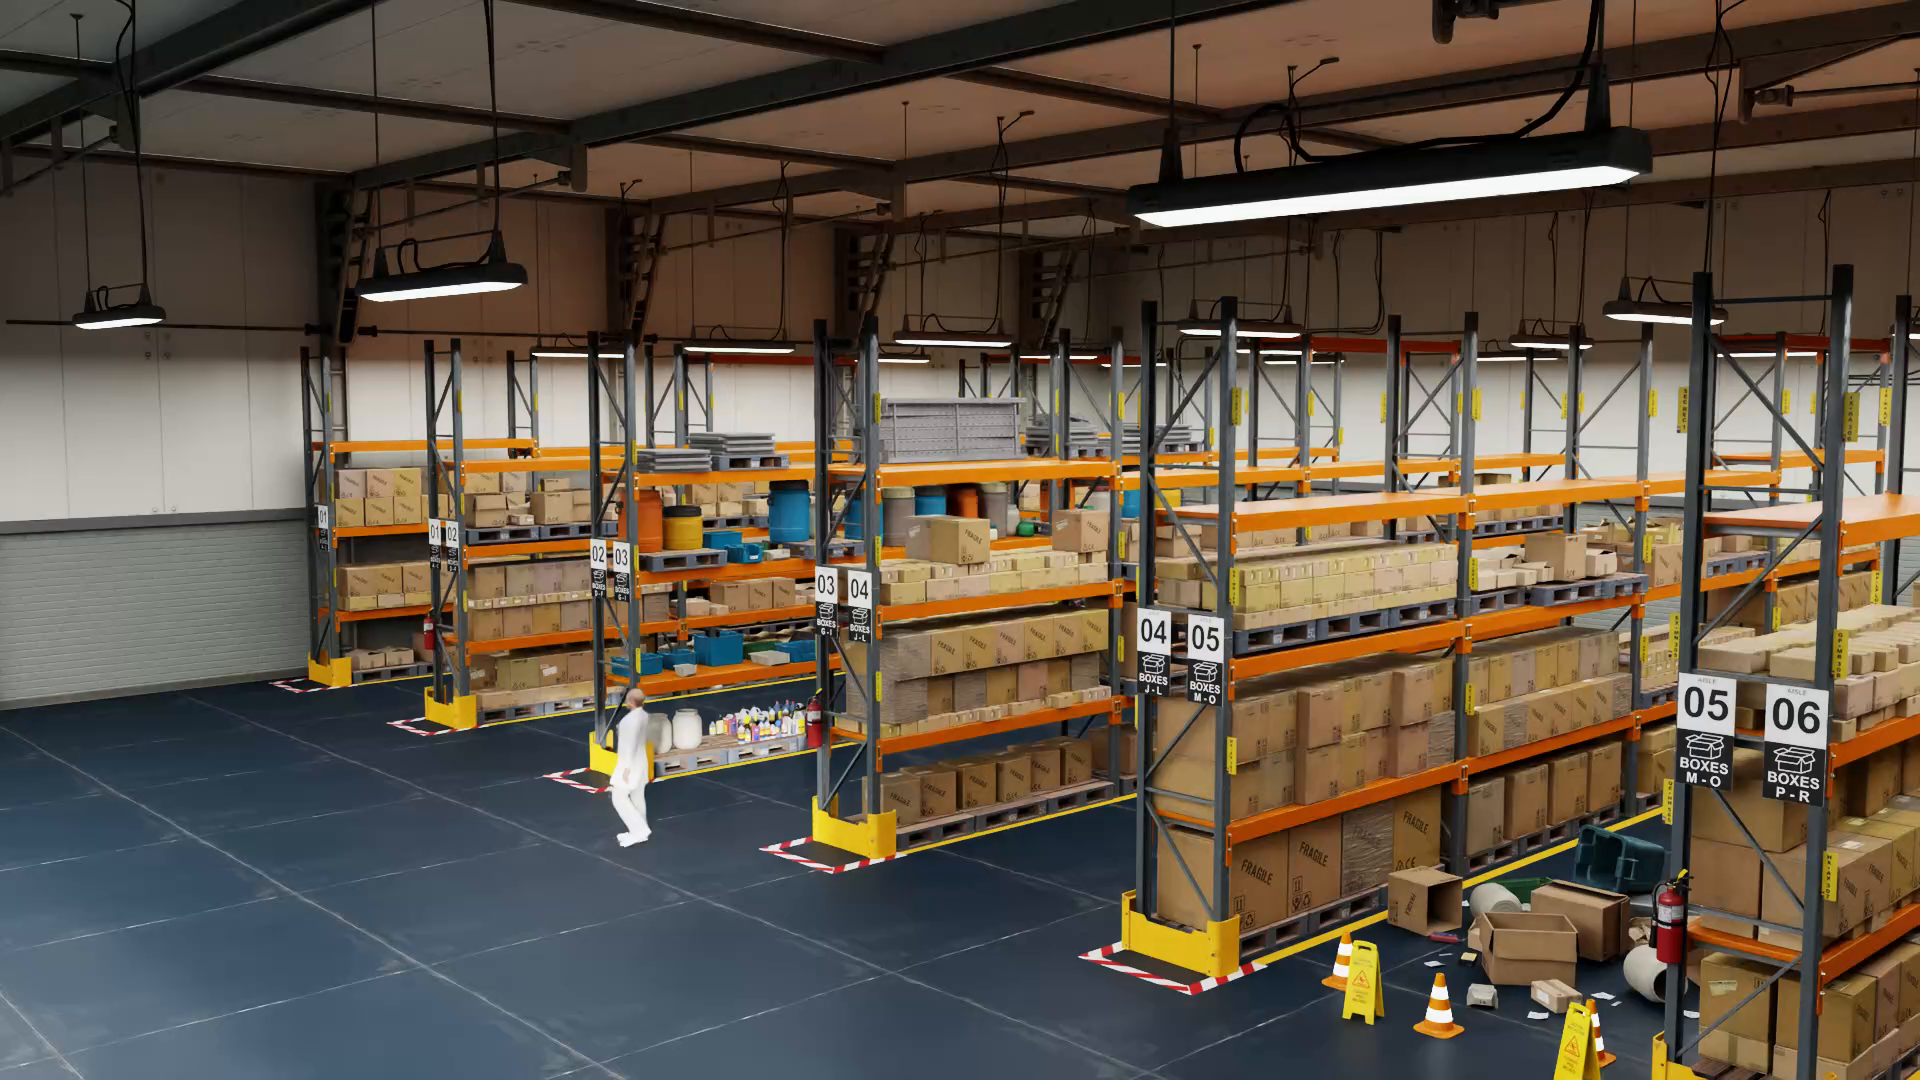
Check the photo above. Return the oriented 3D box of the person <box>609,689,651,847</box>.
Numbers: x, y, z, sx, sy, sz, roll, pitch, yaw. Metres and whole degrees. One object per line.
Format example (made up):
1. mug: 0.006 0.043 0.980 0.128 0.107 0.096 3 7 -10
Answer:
1. person: -3.751 2.593 19.063 0.473 1.783 0.630 1 5 7
